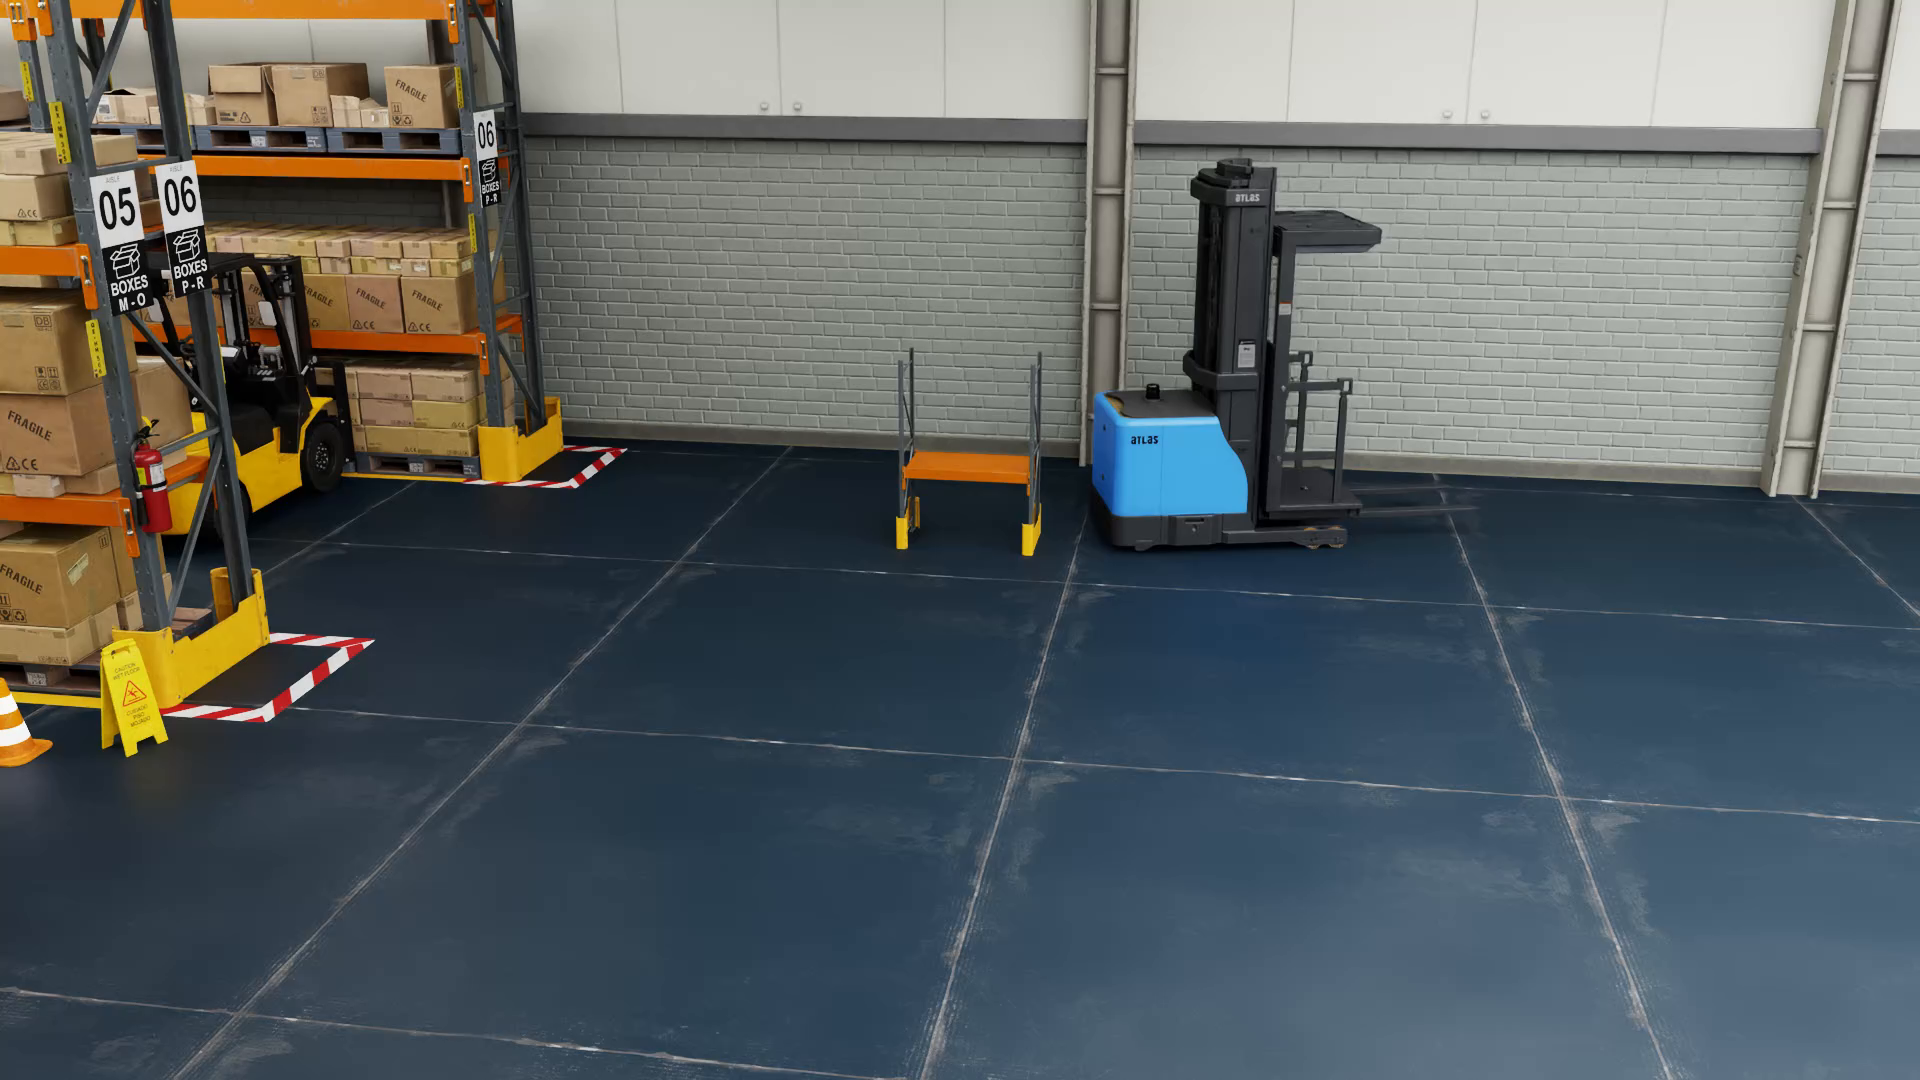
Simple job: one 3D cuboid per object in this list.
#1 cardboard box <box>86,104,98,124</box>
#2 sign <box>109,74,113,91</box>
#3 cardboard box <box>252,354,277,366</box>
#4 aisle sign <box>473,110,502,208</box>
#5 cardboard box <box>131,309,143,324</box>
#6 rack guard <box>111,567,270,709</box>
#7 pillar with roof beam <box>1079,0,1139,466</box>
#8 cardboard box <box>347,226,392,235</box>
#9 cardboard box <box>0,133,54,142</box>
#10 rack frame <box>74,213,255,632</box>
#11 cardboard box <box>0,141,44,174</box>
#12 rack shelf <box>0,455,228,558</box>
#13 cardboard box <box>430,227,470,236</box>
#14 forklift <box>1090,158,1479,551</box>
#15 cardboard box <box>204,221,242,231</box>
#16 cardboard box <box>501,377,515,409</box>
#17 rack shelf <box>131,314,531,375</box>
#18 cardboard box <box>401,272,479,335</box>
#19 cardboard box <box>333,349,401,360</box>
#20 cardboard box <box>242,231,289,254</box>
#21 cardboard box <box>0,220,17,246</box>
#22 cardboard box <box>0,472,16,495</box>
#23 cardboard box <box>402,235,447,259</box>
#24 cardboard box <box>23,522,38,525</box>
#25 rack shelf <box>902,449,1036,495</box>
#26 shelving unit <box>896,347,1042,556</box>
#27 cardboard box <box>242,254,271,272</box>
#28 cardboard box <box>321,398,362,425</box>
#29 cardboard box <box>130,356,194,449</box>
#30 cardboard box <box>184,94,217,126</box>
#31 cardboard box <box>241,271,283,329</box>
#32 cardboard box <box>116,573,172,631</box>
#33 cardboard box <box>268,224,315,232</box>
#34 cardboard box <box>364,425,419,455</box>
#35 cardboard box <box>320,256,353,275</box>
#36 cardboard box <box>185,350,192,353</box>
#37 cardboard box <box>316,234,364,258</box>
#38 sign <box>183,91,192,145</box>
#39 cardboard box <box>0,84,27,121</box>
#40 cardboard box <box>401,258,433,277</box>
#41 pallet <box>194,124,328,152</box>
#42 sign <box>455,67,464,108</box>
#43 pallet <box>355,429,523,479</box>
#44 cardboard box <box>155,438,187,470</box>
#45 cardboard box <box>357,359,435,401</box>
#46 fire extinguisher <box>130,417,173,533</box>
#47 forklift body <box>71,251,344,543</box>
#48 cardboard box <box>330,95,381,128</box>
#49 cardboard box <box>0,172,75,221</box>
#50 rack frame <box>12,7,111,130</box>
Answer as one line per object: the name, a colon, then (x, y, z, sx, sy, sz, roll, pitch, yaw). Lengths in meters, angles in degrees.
cardboard box: (-7.615, -3.760, 14.664, 0.250, 0.149, 0.380, 3, 19, 10)
sign: (-7.924, -4.207, 15.483, 0.005, 0.325, 0.100, 3, 19, 9)
cardboard box: (-6.586, -1.525, 15.228, 0.500, 0.250, 0.500, 4, 19, 11)
aisle sign: (-4.042, -3.264, 14.235, 0.004, 0.787, 0.394, 3, 19, 9)
cardboard box: (-7.613, -2.271, 15.207, 0.500, 0.500, 0.500, 2, 19, 7)
rack guard: (-4.919, 0.610, 10.692, 0.348, 0.500, 1.175, 3, 19, 9)
pillar with roof beam: (0.636, -3.639, 9.996, 0.400, 9.000, 9.100, 3, 19, 9)
cardboard box: (-5.380, -2.762, 15.182, 0.250, 0.149, 0.380, 4, 19, 10)
cardboard box: (-5.651, -2.375, 10.084, 0.250, 0.149, 0.380, 3, 19, 9)
rack frame: (-4.844, -0.572, 10.284, 0.127, 3.000, 1.000, 3, 19, 9)
cardboard box: (-5.474, -2.203, 9.571, 0.250, 0.149, 0.380, 3, 19, 10)
rack shelf: (-6.819, -0.331, 10.699, 4.000, 0.370, 1.077, 3, 19, 9)
cardboard box: (-4.611, -2.740, 15.116, 0.250, 0.149, 0.380, 4, 19, 11)
forklift: (2.630, -1.486, 13.124, 3.031, 2.935, 1.130, -2, 19, -6)
cardboard box: (-6.885, -2.875, 15.520, 0.250, 0.149, 0.380, 3, 19, 8)
cardboard box: (-4.492, -1.348, 15.488, 0.500, 0.250, 0.500, 3, 19, 10)
rack shelf: (-6.035, -1.886, 15.347, 4.000, 0.370, 1.077, 3, 19, 9)
cardboard box: (-4.588, -2.117, 14.745, 0.500, 0.500, 0.500, 3, 19, 7)
cardboard box: (-5.491, -1.632, 15.550, 0.500, 0.250, 0.500, 3, 19, 8)
cardboard box: (-6.209, -2.668, 14.902, 0.250, 0.149, 0.380, 3, 19, 9)
cardboard box: (-5.492, -1.808, 9.647, 0.250, 0.149, 0.380, 3, 19, 9)
cardboard box: (-5.765, -0.402, 10.173, 0.250, 0.149, 0.380, 3, 19, 8)
cardboard box: (-4.696, -2.578, 14.631, 0.250, 0.149, 0.380, 3, 19, 9)
cardboard box: (-6.137, 0.024, 10.993, 0.500, 0.500, 0.500, 2, 19, 7)
rack shelf: (0.084, -0.536, 13.109, 1.000, 0.185, 0.538, 3, 19, 9)
shelving unit: (0.075, -0.707, 13.054, 1.083, 1.500, 0.587, 3, 19, 9)
cardboard box: (-6.214, -2.501, 14.870, 0.250, 0.149, 0.380, 3, 19, 8)
cardboard box: (-5.597, -1.234, 15.147, 0.500, 0.250, 0.500, 2, 19, 7)
cardboard box: (-5.268, -0.871, 10.552, 0.500, 0.500, 0.500, 3, 19, 8)
cardboard box: (-6.593, -3.764, 14.489, 0.258, 0.266, 0.396, 2, 19, 7)
cardboard box: (-6.103, -2.193, 14.973, 0.500, 0.500, 0.500, 3, 19, 9)
cardboard box: (-5.597, 0.406, 11.034, 0.500, 0.250, 0.500, 3, 19, 8)
cardboard box: (-6.143, -2.806, 15.313, 0.250, 0.149, 0.380, 3, 19, 10)
cardboard box: (-5.064, -0.975, 15.161, 0.500, 0.250, 0.500, 3, 19, 9)
cardboard box: (-5.465, -2.462, 14.754, 0.250, 0.149, 0.380, 2, 19, 7)
cardboard box: (-6.991, -1.713, 15.790, 0.500, 0.250, 0.500, 3, 19, 8)
cardboard box: (-5.468, -2.597, 14.687, 0.250, 0.149, 0.380, 3, 19, 10)
sign: (-4.758, -2.579, 10.178, 0.005, 0.325, 0.100, 3, 19, 9)
cardboard box: (-8.763, -3.915, 14.870, 0.500, 0.311, 0.500, 2, 19, 7)
cardboard box: (-4.705, -2.415, 14.614, 0.250, 0.149, 0.380, 3, 19, 10)
pallet: (-5.963, -3.612, 14.782, 1.213, 0.211, 1.003, 3, 19, 9)
sign: (-4.160, -3.762, 13.823, 0.005, 0.325, 0.100, 3, 19, 9)
pallet: (-4.822, -0.830, 15.451, 1.213, 0.211, 1.003, 3, 19, 9)
cardboard box: (-5.147, -0.534, 10.569, 0.250, 0.149, 0.380, 3, 19, 9)
cardboard box: (-5.070, -1.446, 14.992, 0.500, 0.250, 0.500, 3, 19, 10)
fire extinguisher: (-4.804, -0.385, 9.848, 0.183, 0.674, 0.296, 3, 19, 9)
forklift body: (-6.222, -1.248, 13.644, 1.214, 2.155, 2.313, 3, 19, 9)
cardboard box: (-5.177, -3.692, 14.274, 0.258, 0.266, 0.396, 3, 19, 9)
cardboard box: (-5.392, -2.005, 9.610, 0.500, 0.250, 0.500, 3, 19, 8)
rack frame: (-8.010, -5.173, 14.582, 0.127, 3.000, 1.000, 3, 19, 9)
